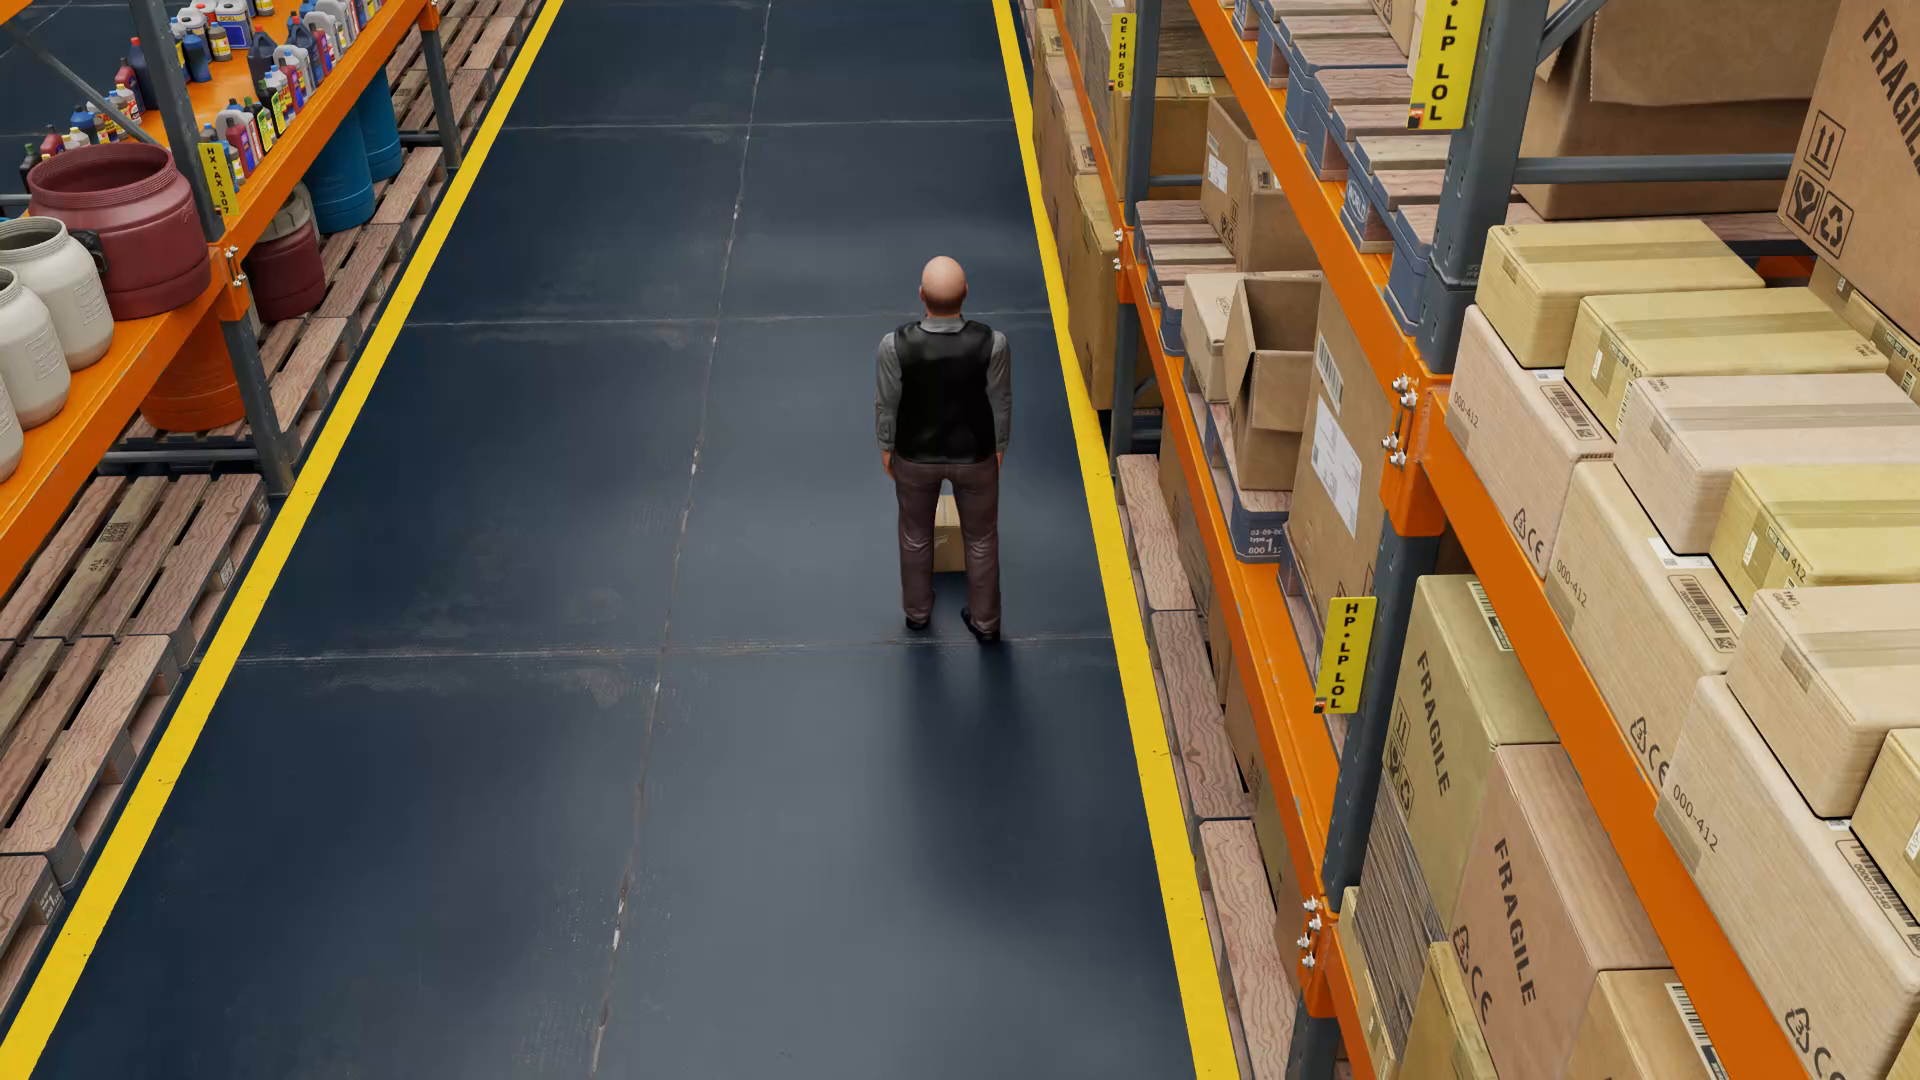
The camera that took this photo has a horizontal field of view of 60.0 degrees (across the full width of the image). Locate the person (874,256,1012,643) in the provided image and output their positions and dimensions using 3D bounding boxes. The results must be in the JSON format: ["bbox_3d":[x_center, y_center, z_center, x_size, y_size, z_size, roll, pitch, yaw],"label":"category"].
[{"bbox_3d":[-0.067,-0.349,6.696,0.537,1.753,0.429,-1,35,-1],"label":"person"}]
